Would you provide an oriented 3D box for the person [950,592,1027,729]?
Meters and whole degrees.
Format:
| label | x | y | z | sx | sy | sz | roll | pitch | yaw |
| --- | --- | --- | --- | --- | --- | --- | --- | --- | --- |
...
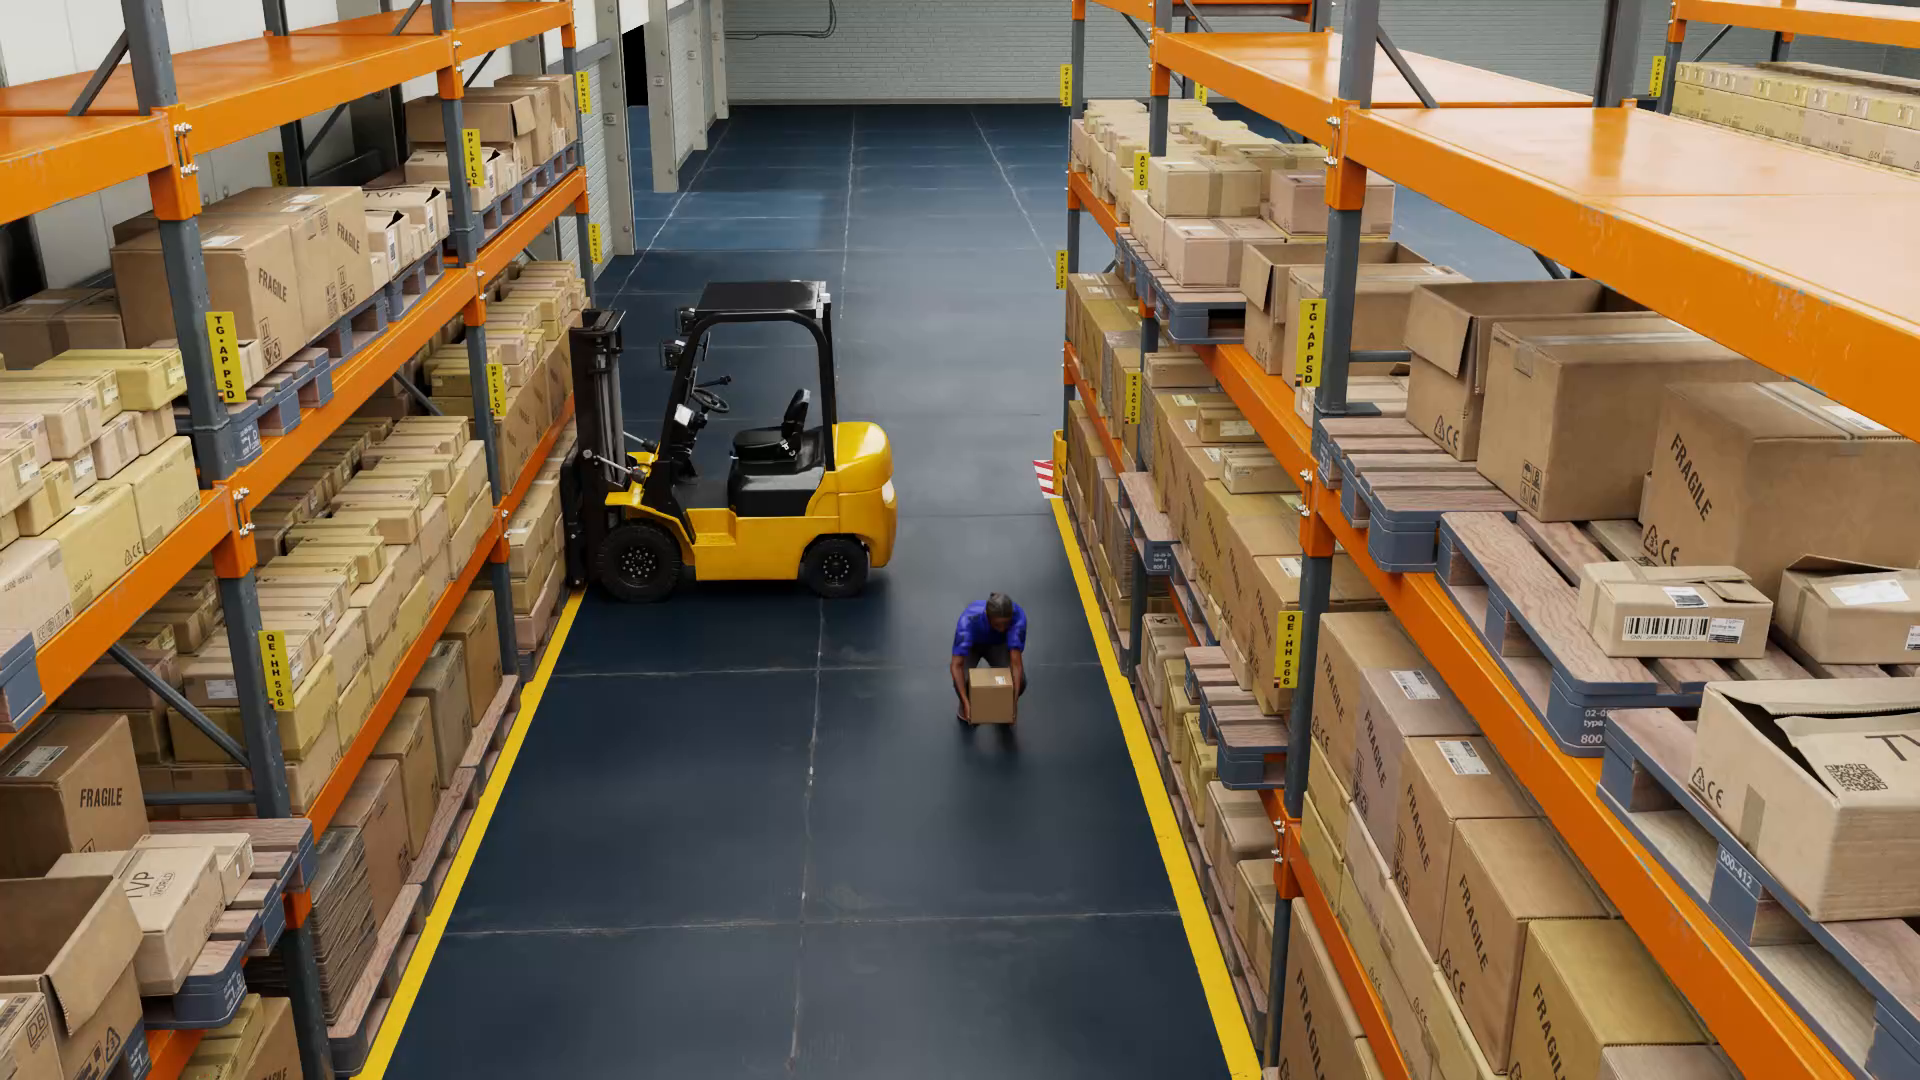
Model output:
| label | x | y | z | sx | sy | sz | roll | pitch | yaw |
| --- | --- | --- | --- | --- | --- | --- | --- | --- | --- |
| person | 0.169 | 0.699 | 10.271 | 0.483 | 0.937 | 0.827 | -2 | 21 | -4 |
